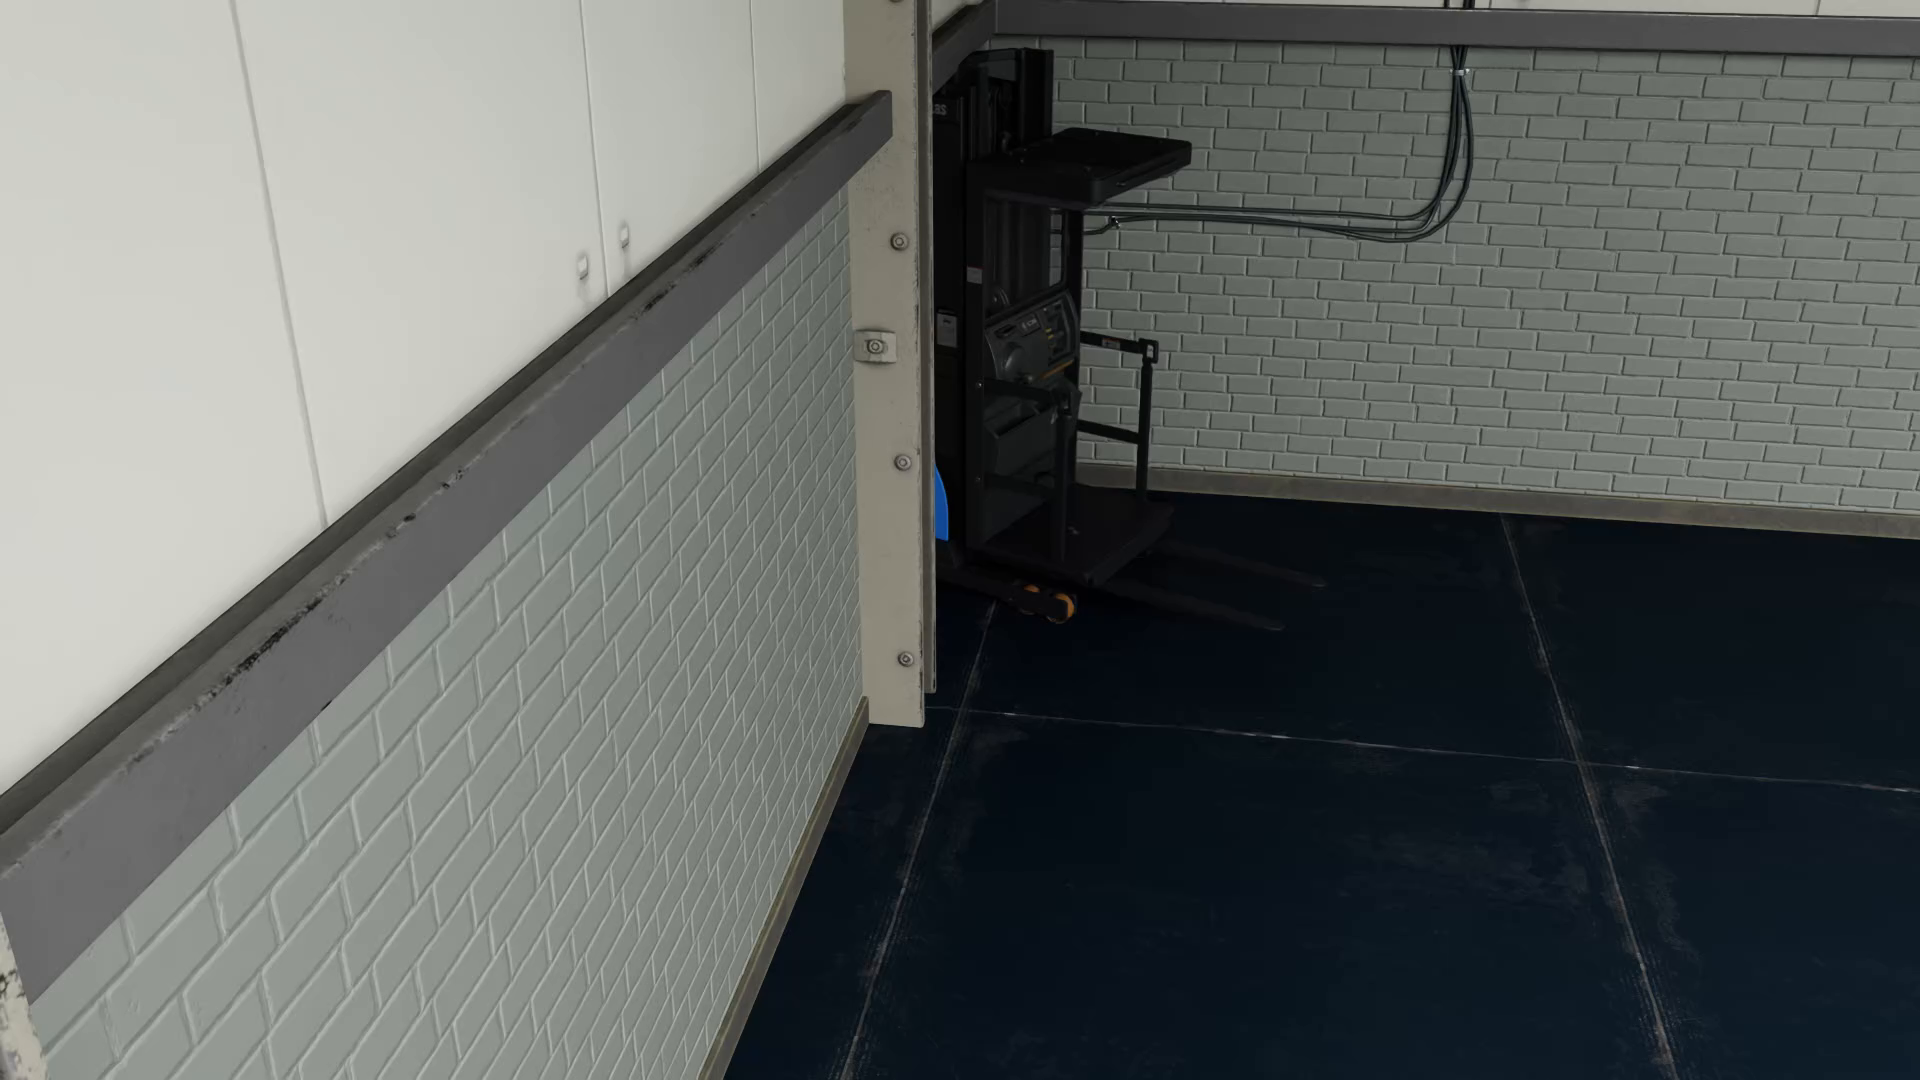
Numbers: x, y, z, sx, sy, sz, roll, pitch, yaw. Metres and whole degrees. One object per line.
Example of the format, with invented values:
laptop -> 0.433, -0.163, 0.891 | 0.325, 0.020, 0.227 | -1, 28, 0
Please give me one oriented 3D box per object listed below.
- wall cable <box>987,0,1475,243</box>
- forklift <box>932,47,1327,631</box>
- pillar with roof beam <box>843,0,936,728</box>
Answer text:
wall cable -> 1.480, -2.972, 9.647 | 3.097, 2.526, 0.112 | 4, 25, 9
forklift -> 0.584, -1.118, 9.182 | 3.031, 2.935, 1.130 | 15, 29, 29
pillar with roof beam -> 3.941, -2.939, 5.915 | 9.100, 9.000, 0.400 | 4, 25, 9
